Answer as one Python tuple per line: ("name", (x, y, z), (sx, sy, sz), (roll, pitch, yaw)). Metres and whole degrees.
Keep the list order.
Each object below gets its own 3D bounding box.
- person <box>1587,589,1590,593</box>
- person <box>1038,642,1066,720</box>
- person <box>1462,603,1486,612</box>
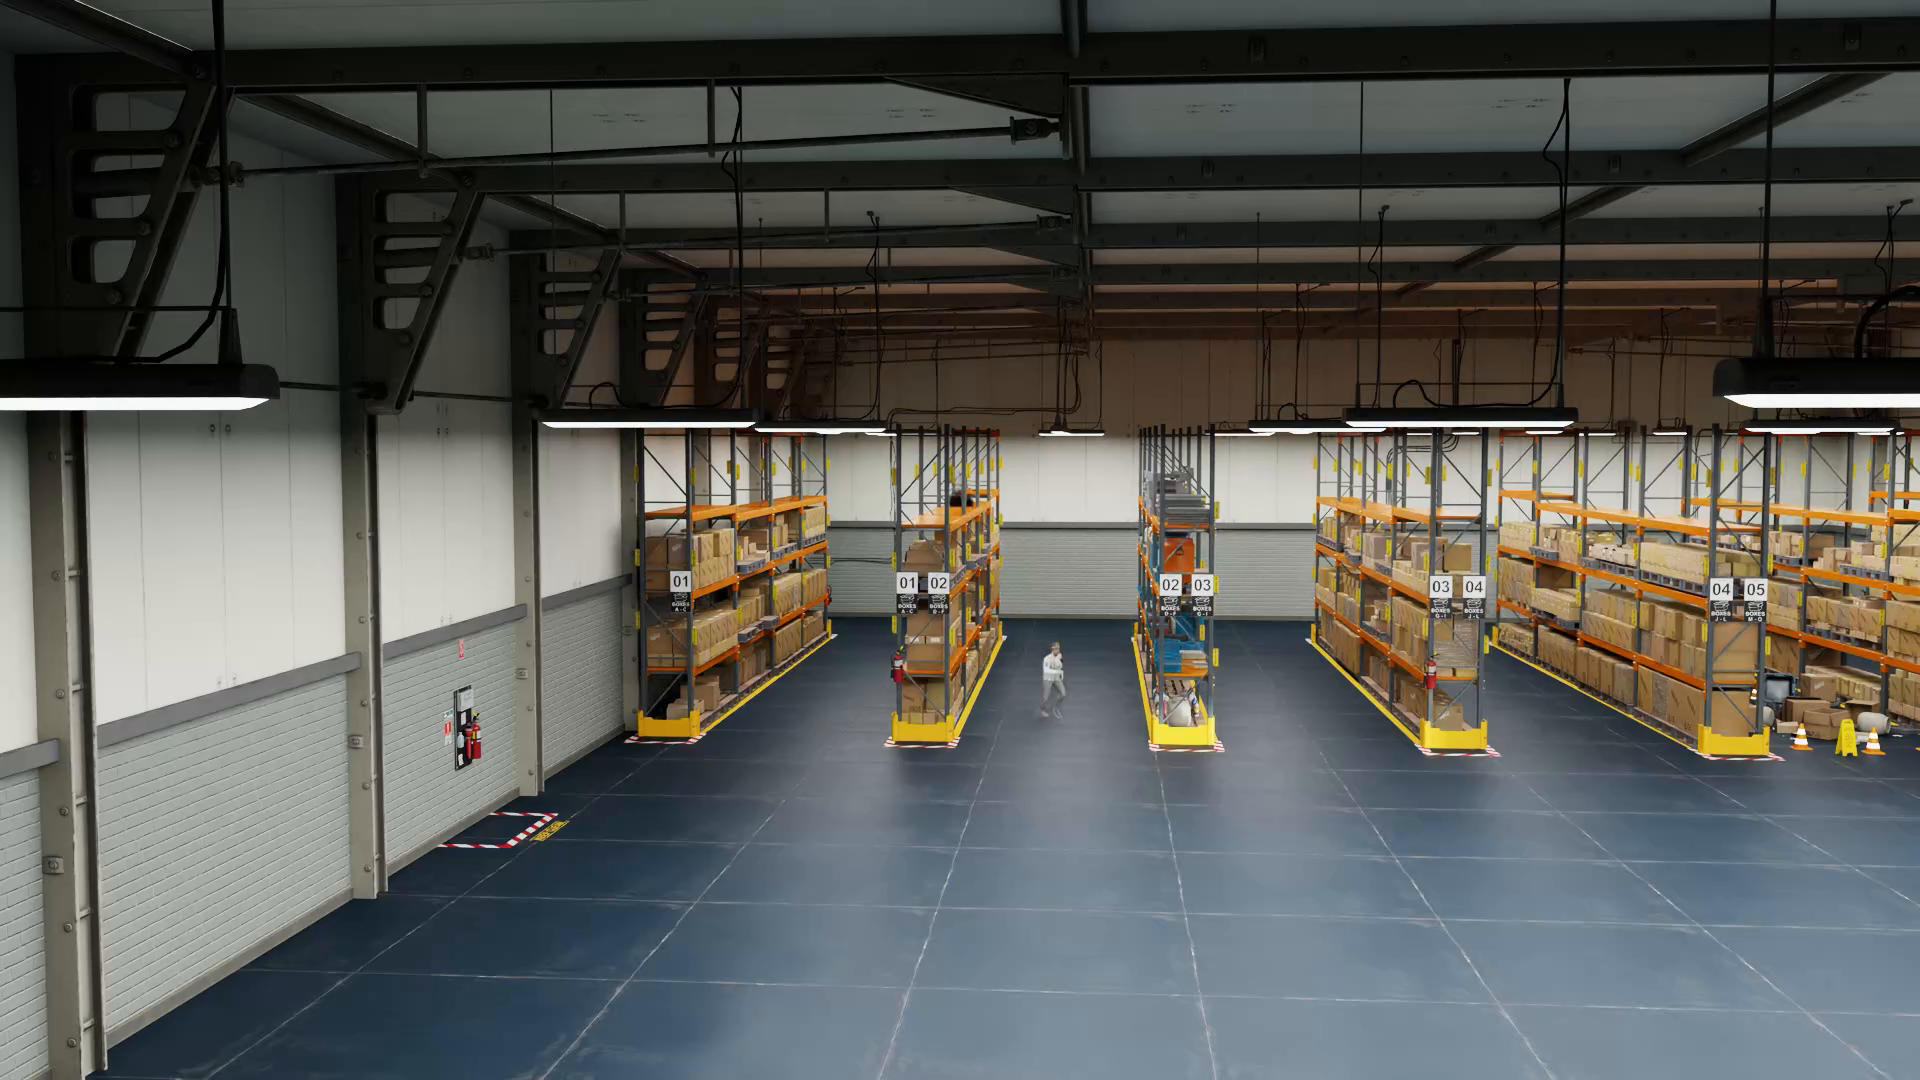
("person", (17.504, 2.139, 45.638), (0.686, 1.594, 0.810), (-3, 4, -37))
("person", (1.893, 2.862, 33.848), (0.603, 1.614, 0.917), (-2, 4, -28))
("person", (14.570, 2.057, 47.174), (0.852, 1.663, 0.578), (-2, 4, -28))
